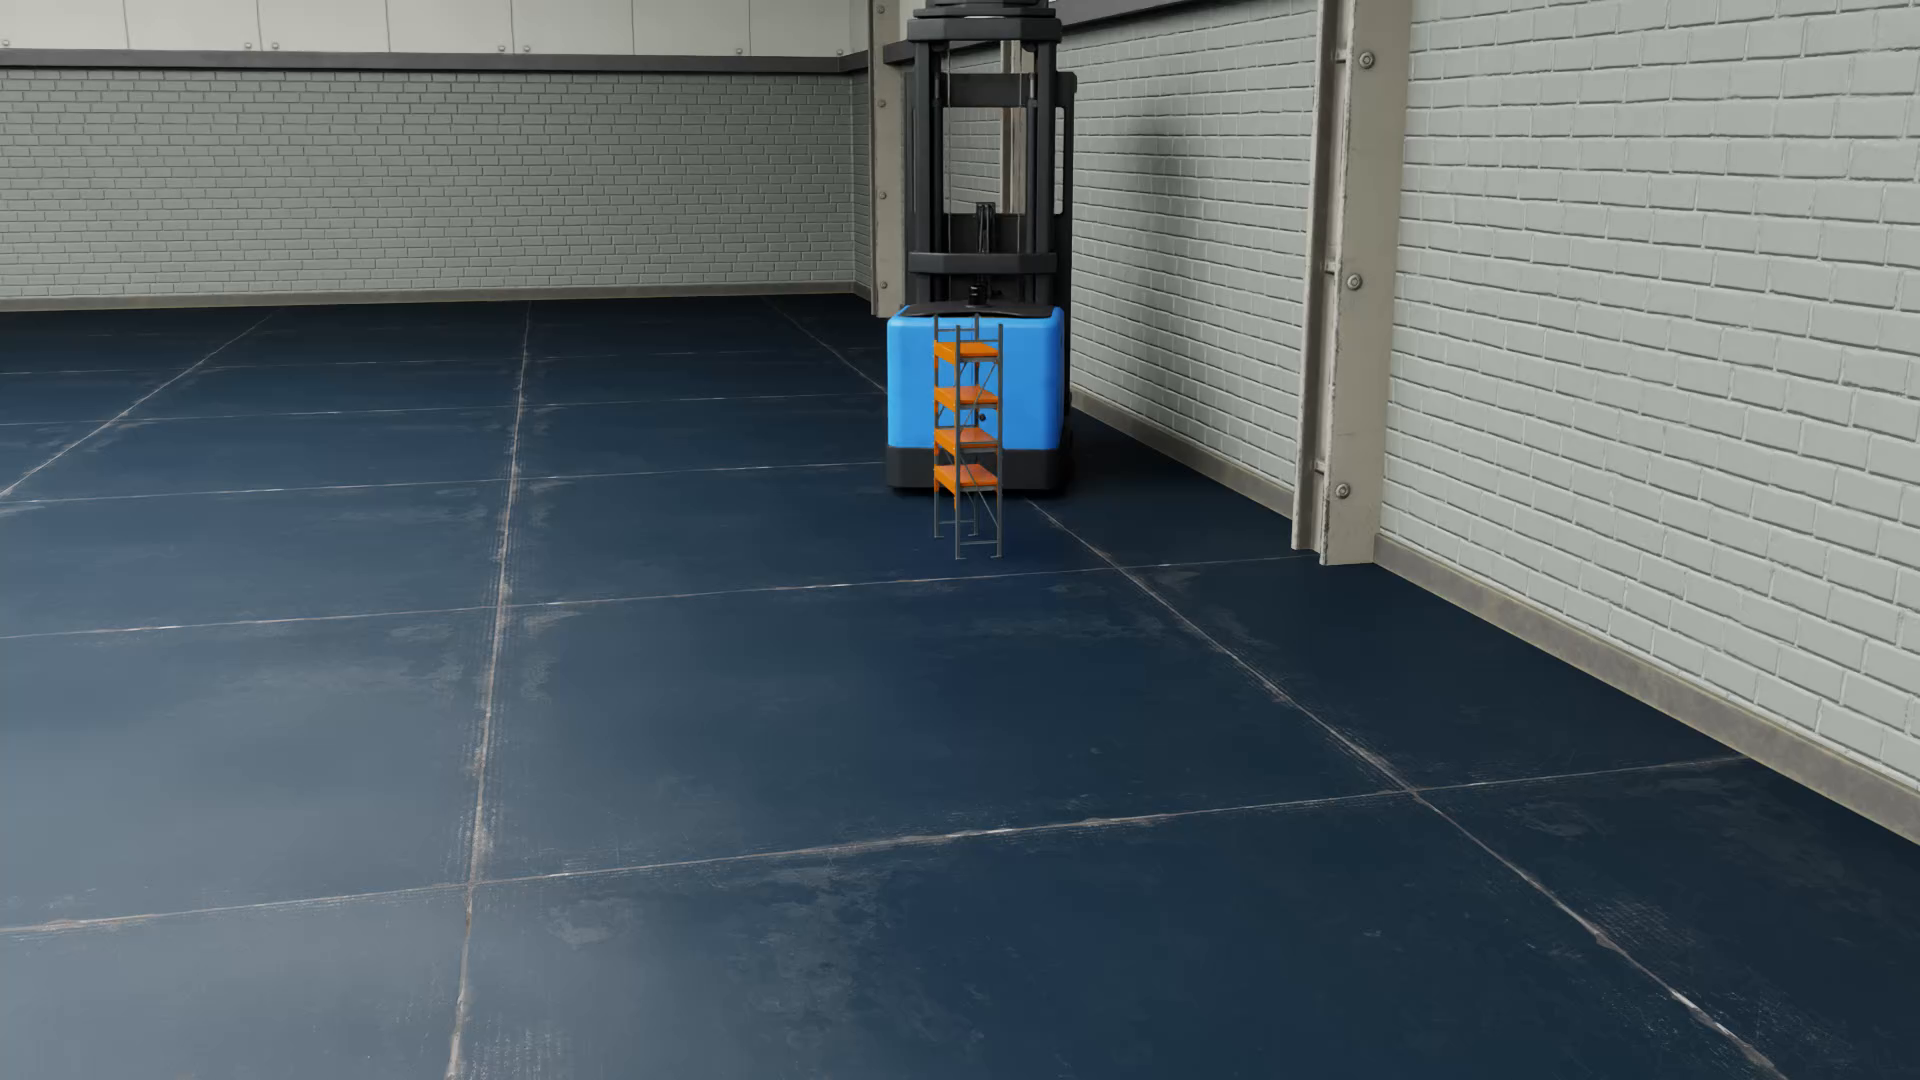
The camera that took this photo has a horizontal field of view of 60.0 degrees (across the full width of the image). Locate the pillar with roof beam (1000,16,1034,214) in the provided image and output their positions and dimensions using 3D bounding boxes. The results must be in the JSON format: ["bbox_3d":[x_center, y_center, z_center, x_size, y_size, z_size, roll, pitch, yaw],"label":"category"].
[{"bbox_3d":[-3.653,-5.441,12.238,9.100,9.000,0.400,-3,14,-13],"label":"pillar with roof beam"}]

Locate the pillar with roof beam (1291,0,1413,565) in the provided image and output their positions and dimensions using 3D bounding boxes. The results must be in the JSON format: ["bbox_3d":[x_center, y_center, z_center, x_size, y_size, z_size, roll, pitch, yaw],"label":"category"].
[{"bbox_3d":[-2.243,-4.057,6.572,9.100,9.000,0.400,-3,14,-13],"label":"pillar with roof beam"}]

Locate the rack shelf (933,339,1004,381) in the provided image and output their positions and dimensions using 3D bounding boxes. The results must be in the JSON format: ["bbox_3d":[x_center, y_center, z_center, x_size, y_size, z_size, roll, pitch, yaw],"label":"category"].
[{"bbox_3d":[0.039,-0.926,8.535,0.258,0.148,0.480,-3,14,-13],"label":"rack shelf"}]

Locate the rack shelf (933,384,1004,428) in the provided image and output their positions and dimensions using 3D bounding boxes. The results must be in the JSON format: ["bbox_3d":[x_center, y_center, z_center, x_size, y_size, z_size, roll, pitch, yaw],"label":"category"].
[{"bbox_3d":[0.039,-0.697,8.591,0.258,0.148,0.480,-3,14,-13],"label":"rack shelf"}]

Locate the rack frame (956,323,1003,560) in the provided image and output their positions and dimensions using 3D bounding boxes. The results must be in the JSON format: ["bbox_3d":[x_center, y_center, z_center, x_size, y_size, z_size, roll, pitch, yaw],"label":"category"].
[{"bbox_3d":[0.096,-0.488,8.398,0.240,1.200,0.015,-3,14,-13],"label":"rack frame"}]

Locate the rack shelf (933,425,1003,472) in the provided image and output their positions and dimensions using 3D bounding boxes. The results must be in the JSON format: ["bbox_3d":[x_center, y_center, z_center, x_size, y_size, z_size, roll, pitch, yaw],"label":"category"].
[{"bbox_3d":[0.039,-0.479,8.644,0.258,0.148,0.480,-3,14,-13],"label":"rack shelf"}]

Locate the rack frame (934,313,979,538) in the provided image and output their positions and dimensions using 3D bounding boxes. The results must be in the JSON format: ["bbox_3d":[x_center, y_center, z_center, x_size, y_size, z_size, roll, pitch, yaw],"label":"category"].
[{"bbox_3d":[-0.018,-0.601,8.859,0.240,1.200,0.015,-3,14,-13],"label":"rack frame"}]

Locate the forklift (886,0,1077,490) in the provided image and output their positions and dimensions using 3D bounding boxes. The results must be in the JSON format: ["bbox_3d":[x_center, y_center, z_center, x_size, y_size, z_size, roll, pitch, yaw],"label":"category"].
[{"bbox_3d":[0.205,-2.017,11.006,1.130,2.935,3.031,1,14,5],"label":"forklift"}]

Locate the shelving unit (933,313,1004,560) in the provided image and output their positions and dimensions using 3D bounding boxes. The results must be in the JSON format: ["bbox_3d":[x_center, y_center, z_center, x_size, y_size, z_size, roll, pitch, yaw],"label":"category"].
[{"bbox_3d":[0.039,-0.545,8.628,0.258,1.200,0.503,-3,14,-13],"label":"shelving unit"}]

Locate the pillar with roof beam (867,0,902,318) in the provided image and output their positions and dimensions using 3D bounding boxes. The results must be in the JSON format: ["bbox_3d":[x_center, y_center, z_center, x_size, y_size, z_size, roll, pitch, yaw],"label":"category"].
[{"bbox_3d":[-5.062,-6.825,17.904,9.100,9.000,0.400,-3,14,-13],"label":"pillar with roof beam"}]

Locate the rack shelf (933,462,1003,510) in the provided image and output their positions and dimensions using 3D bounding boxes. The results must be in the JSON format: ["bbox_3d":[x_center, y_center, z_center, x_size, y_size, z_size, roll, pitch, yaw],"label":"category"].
[{"bbox_3d":[0.039,-0.286,8.691,0.258,0.148,0.480,-3,14,-13],"label":"rack shelf"}]
